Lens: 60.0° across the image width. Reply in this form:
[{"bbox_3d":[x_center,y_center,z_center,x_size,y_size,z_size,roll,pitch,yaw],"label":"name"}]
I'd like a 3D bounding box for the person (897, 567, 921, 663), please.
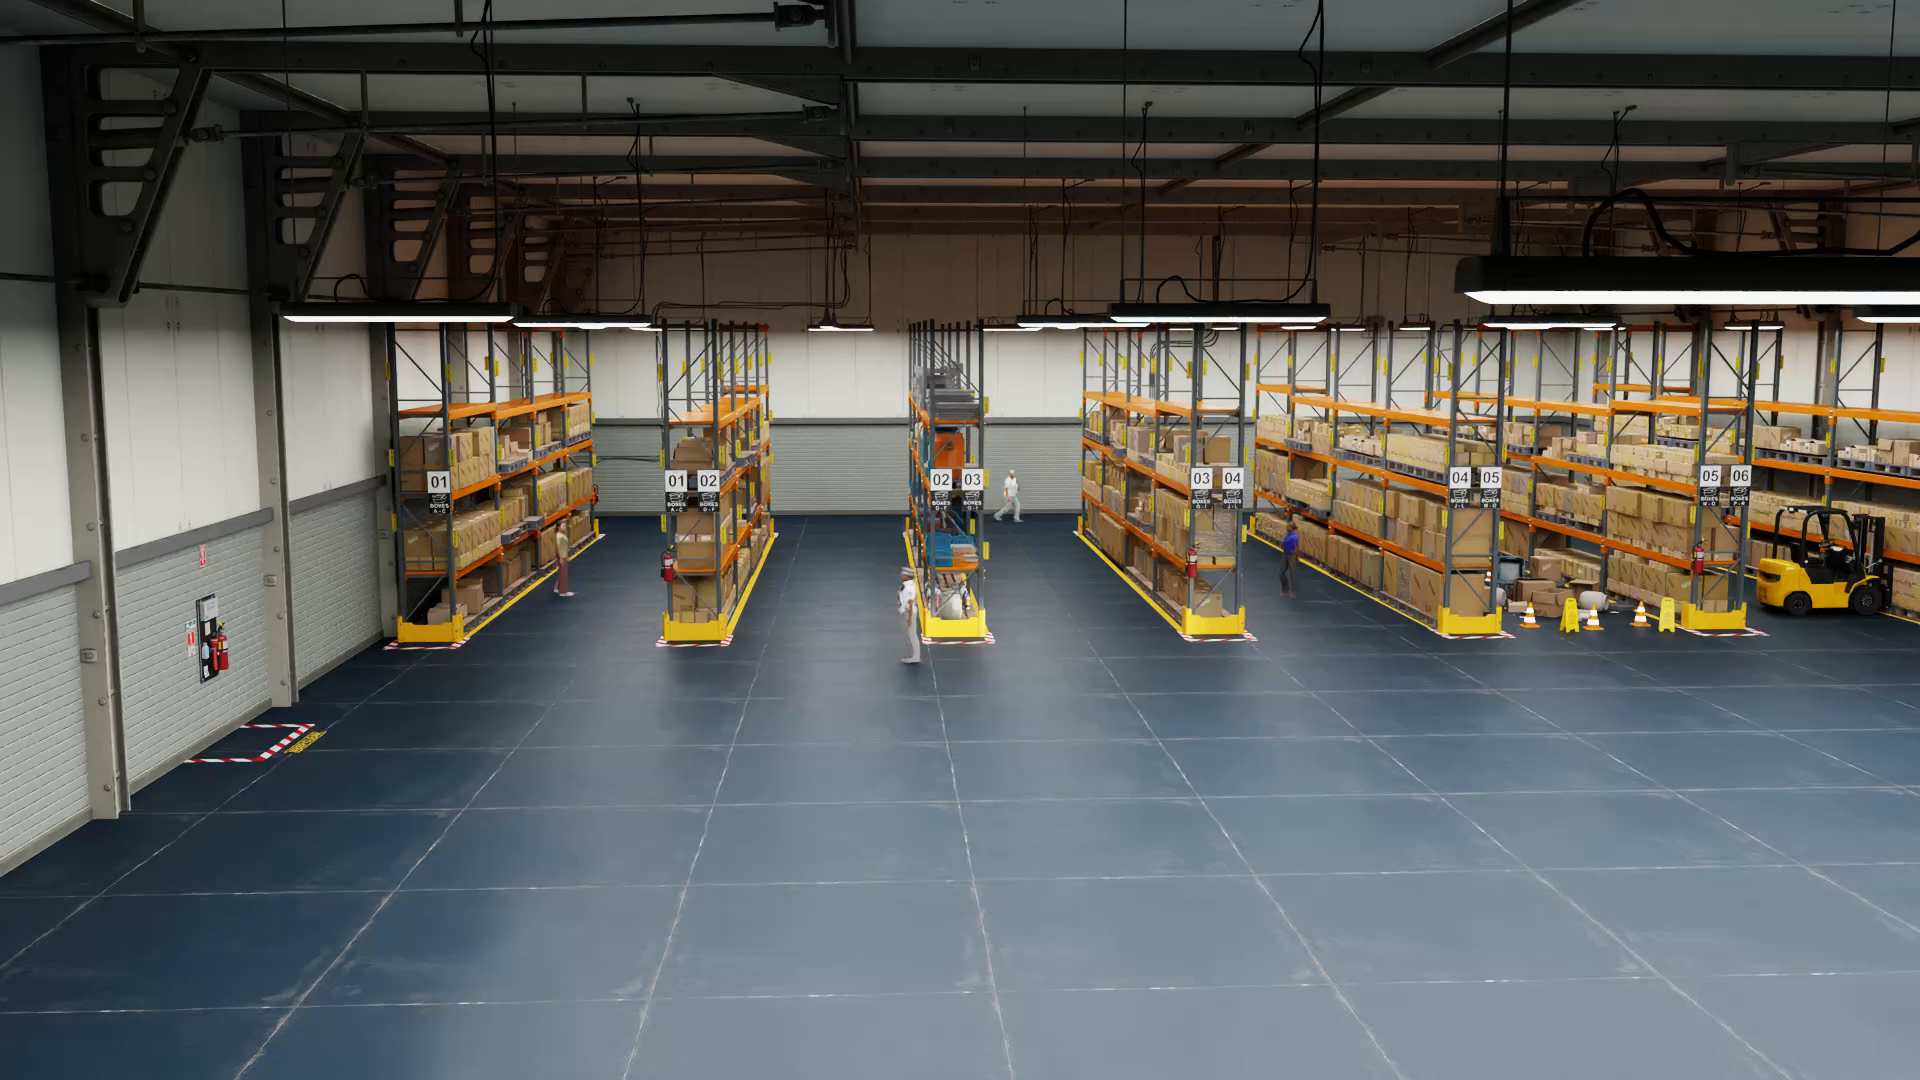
[{"bbox_3d":[-0.905,1.320,29.061,0.398,1.724,0.582,-2,7,-16],"label":"person"}]

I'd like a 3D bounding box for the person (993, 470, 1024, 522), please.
[{"bbox_3d":[1.496,-1.344,50.679,0.911,1.609,0.549,2,7,13],"label":"person"}]

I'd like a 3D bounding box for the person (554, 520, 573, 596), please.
[{"bbox_3d":[-8.696,0.393,36.416,0.401,1.673,0.453,-3,8,-23],"label":"person"}]

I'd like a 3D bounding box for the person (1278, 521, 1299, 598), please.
[{"bbox_3d":[7.220,0.443,36.346,0.322,1.714,0.510,-5,9,-35],"label":"person"}]
